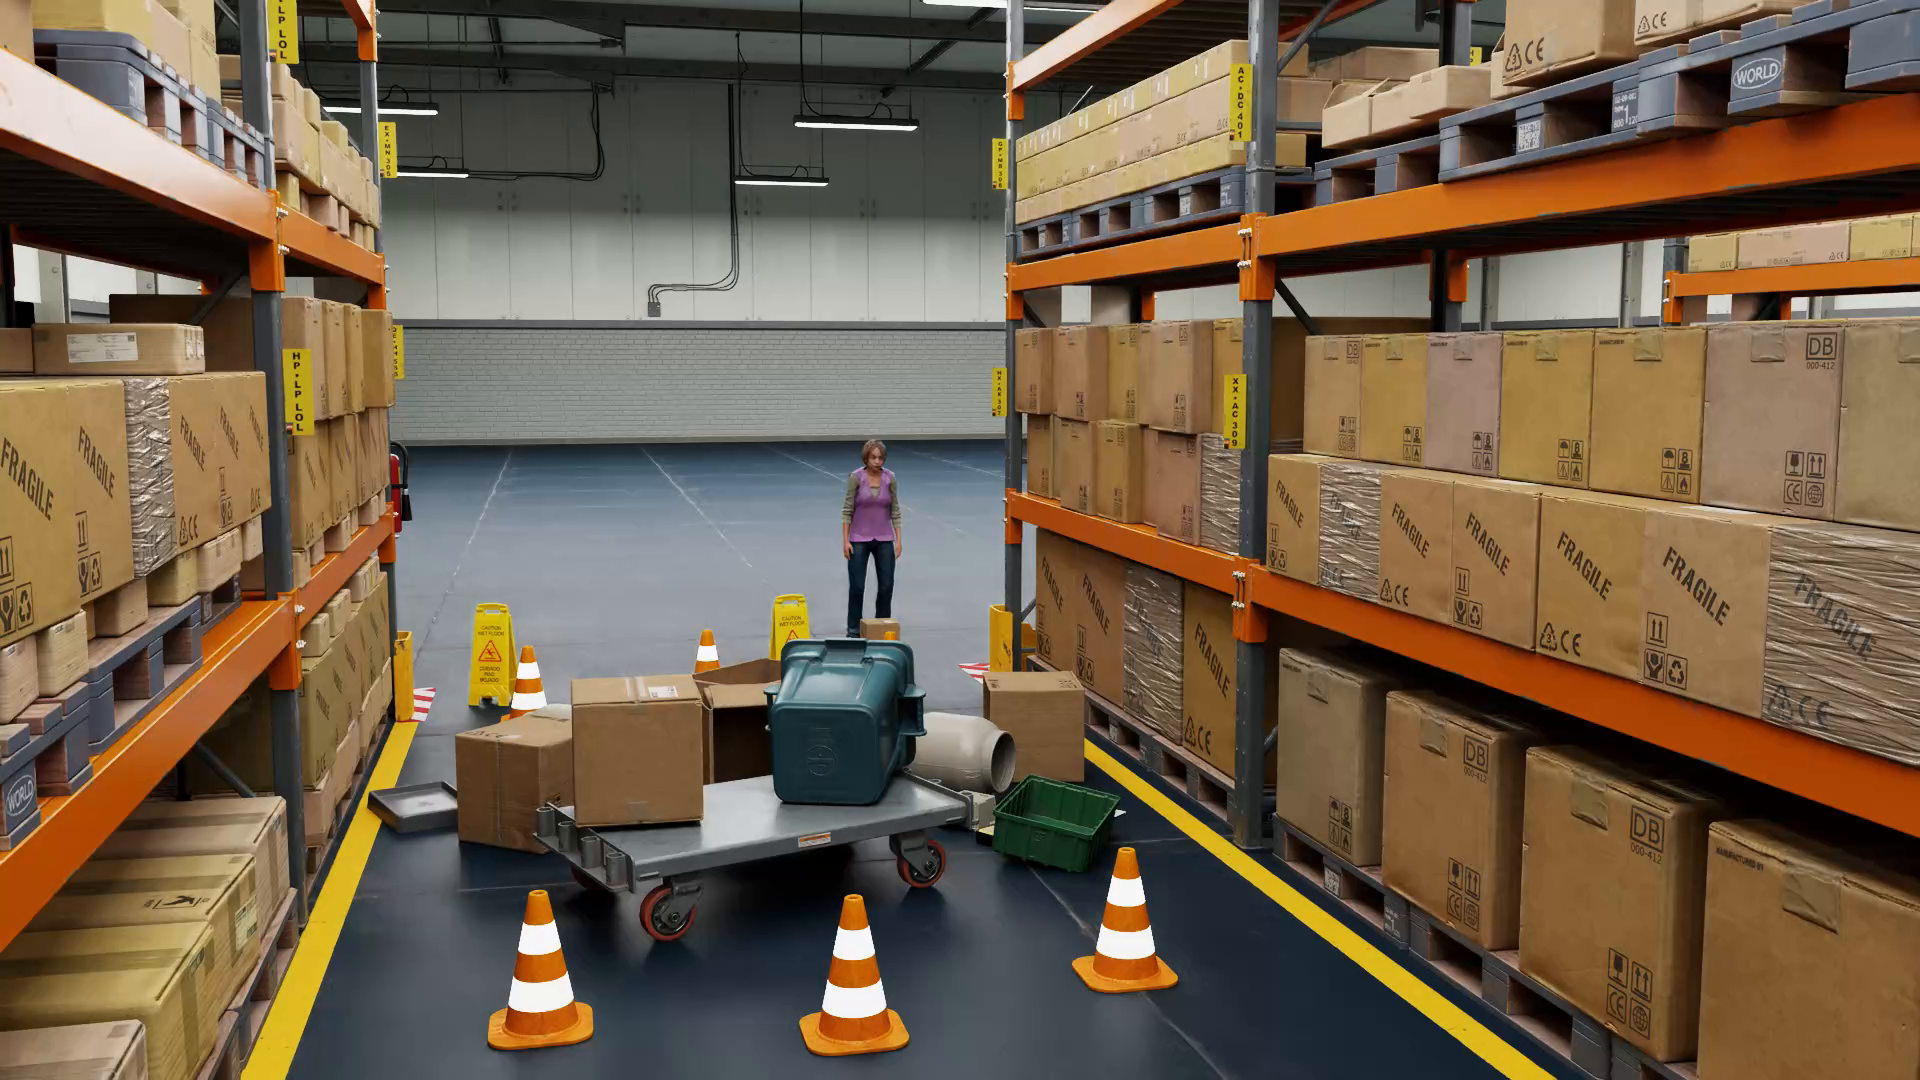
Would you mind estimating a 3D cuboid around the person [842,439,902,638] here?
[{"bbox_3d":[-0.664,0.035,12.557,0.462,1.594,0.344,-2,7,-14],"label":"person"}]
